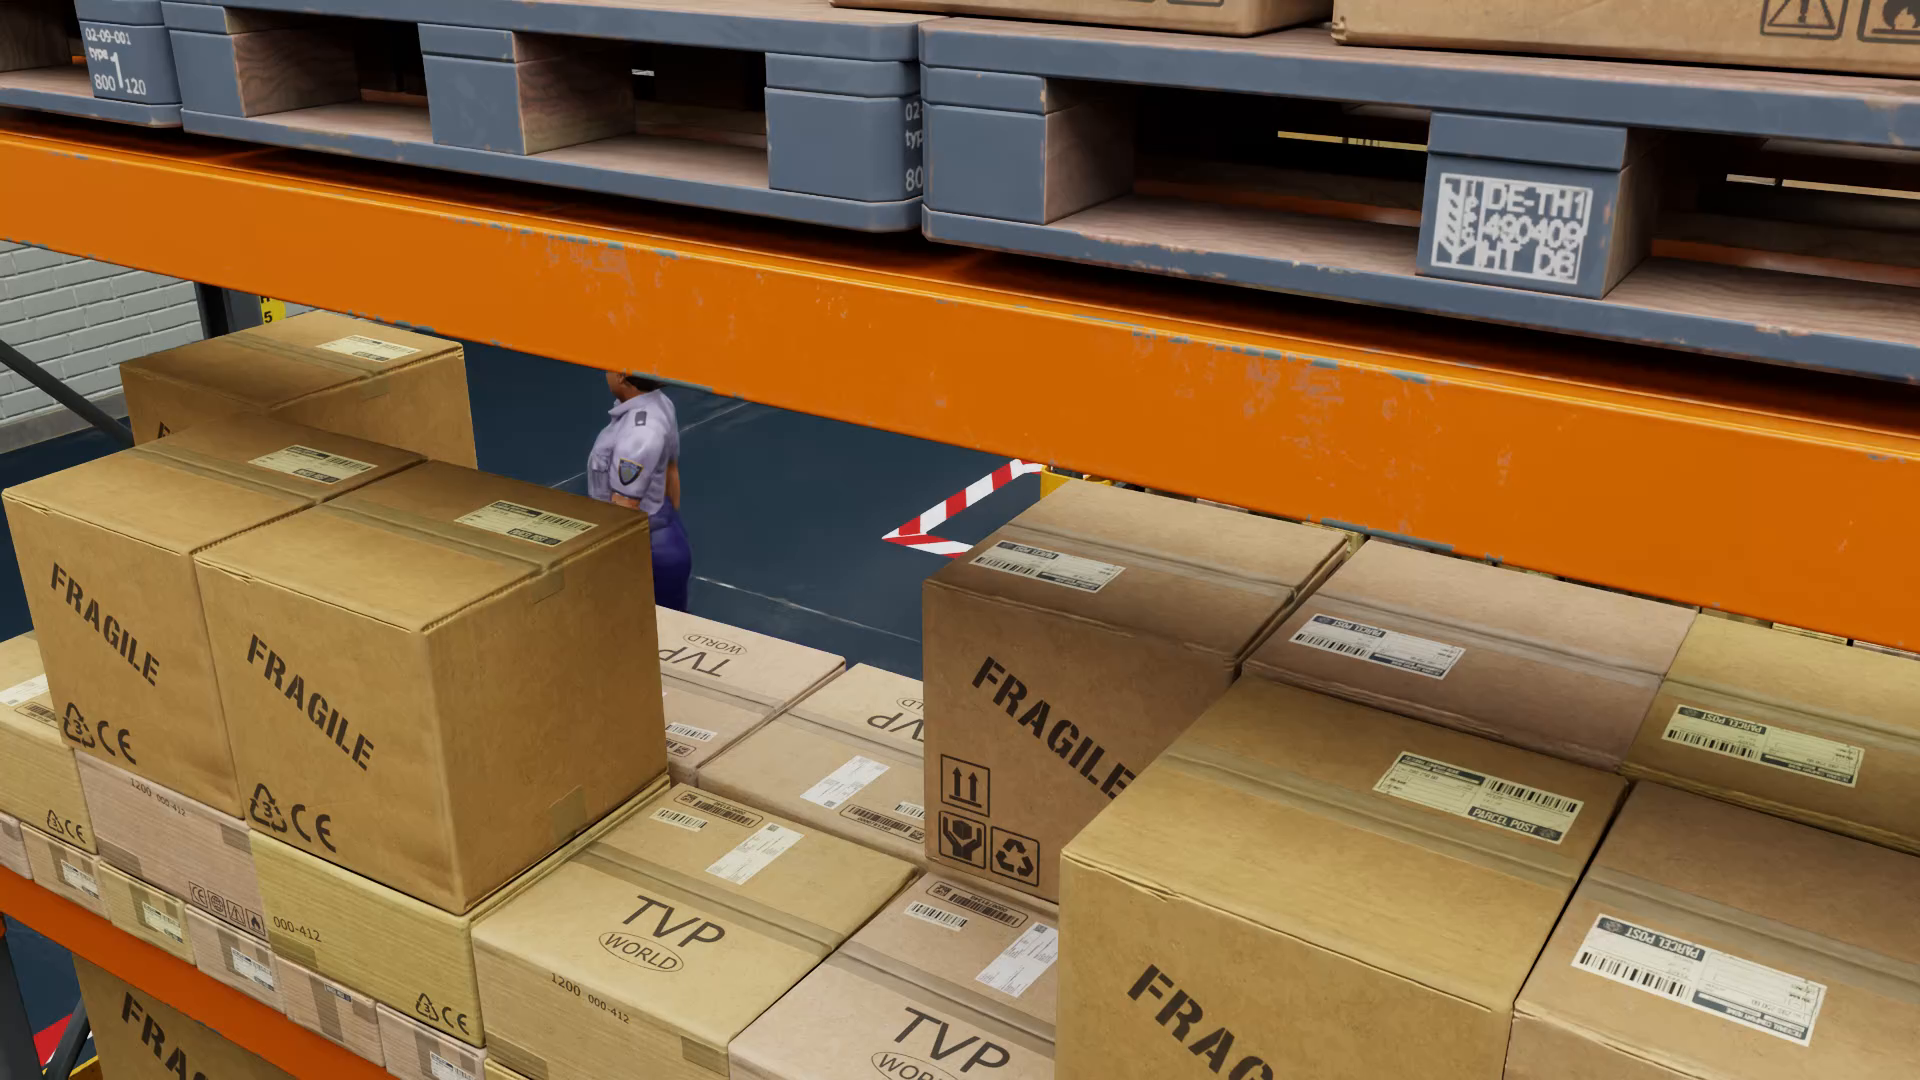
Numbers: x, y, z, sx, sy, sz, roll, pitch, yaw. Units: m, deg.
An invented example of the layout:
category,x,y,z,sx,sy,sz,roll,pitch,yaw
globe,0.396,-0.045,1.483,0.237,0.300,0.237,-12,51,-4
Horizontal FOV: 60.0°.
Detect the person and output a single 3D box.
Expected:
category,x,y,z,sx,sy,sz,roll,pitch,yaw
person,-1.195,0.095,5.960,0.574,1.723,0.497,-4,24,-9
